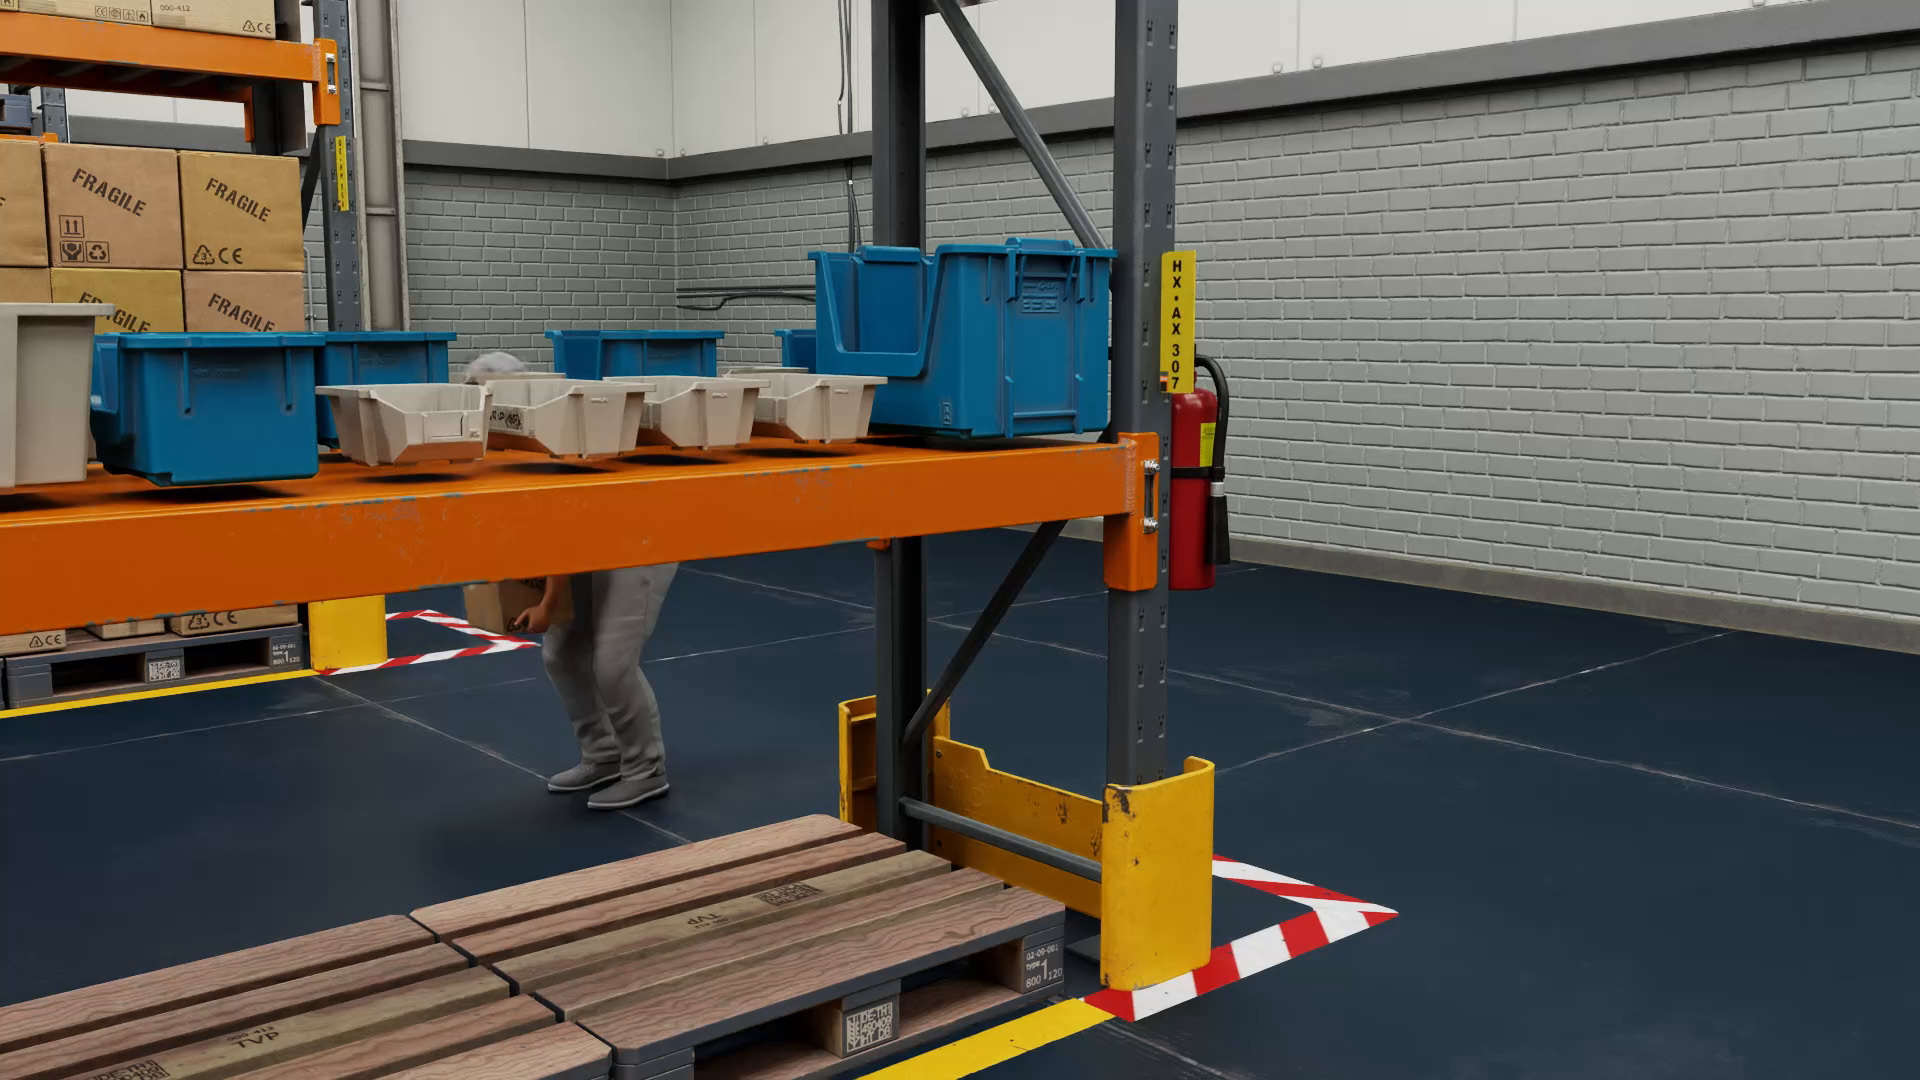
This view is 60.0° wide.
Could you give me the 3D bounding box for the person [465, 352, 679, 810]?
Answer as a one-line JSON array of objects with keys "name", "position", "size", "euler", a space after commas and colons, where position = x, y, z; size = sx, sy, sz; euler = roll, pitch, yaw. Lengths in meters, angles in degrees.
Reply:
[{"name": "person", "position": [-1.286, 0.139, 5.454], "size": [0.772, 1.484, 0.459], "euler": [-7, 10, -42]}]
